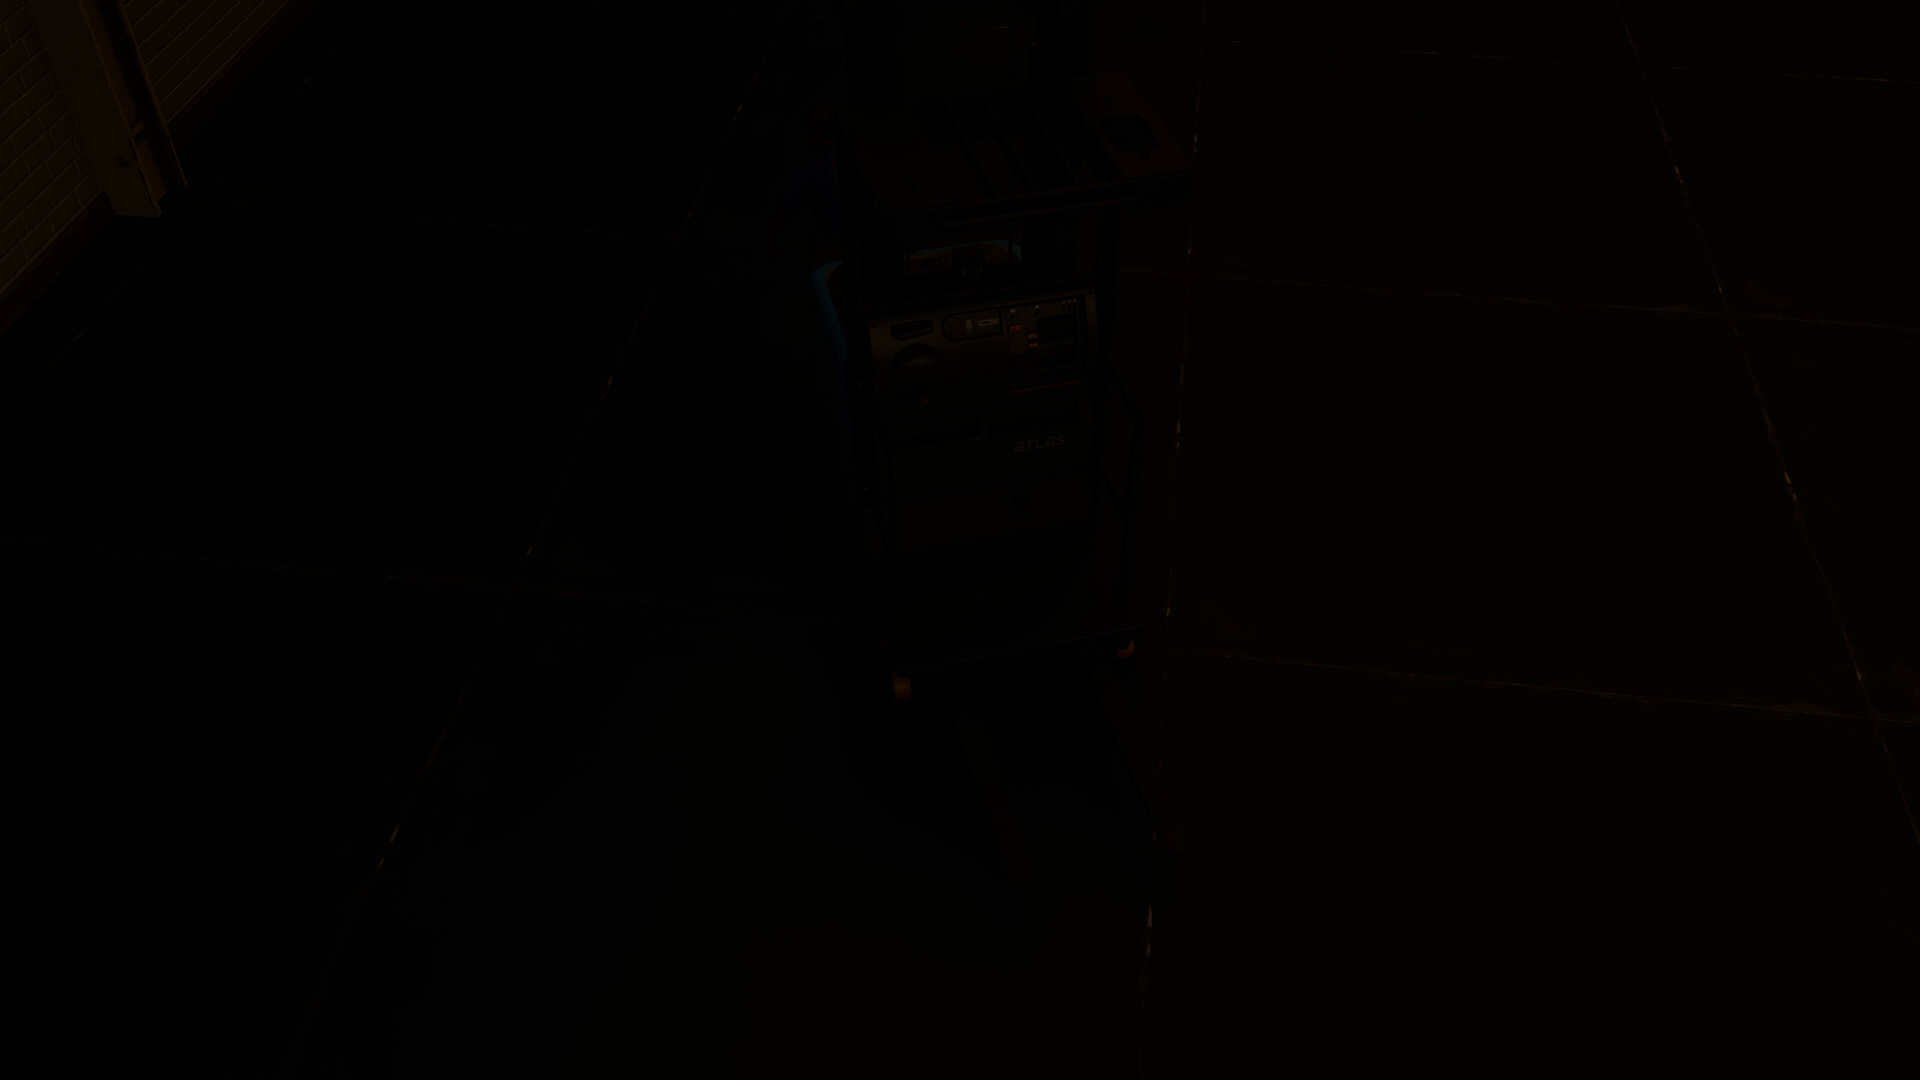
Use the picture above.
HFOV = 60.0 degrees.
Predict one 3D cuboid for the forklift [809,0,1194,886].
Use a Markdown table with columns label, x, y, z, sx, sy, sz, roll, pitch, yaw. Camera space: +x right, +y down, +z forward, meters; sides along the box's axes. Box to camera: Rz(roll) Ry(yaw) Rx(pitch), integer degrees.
| label | x | y | z | sx | sy | sz | roll | pitch | yaw |
| --- | --- | --- | --- | --- | --- | --- | --- | --- | --- |
| forklift | 0.153 | -0.681 | 6.465 | 1.130 | 2.935 | 3.031 | -10 | 44 | -11 |

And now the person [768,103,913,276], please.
| label | x | y | z | sx | sy | sz | roll | pitch | yaw |
| --- | --- | --- | --- | --- | --- | --- | --- | --- | --- |
| person | -0.616 | -1.464 | 8.434 | 0.746 | 1.449 | 0.620 | 4 | 43 | 4 |
